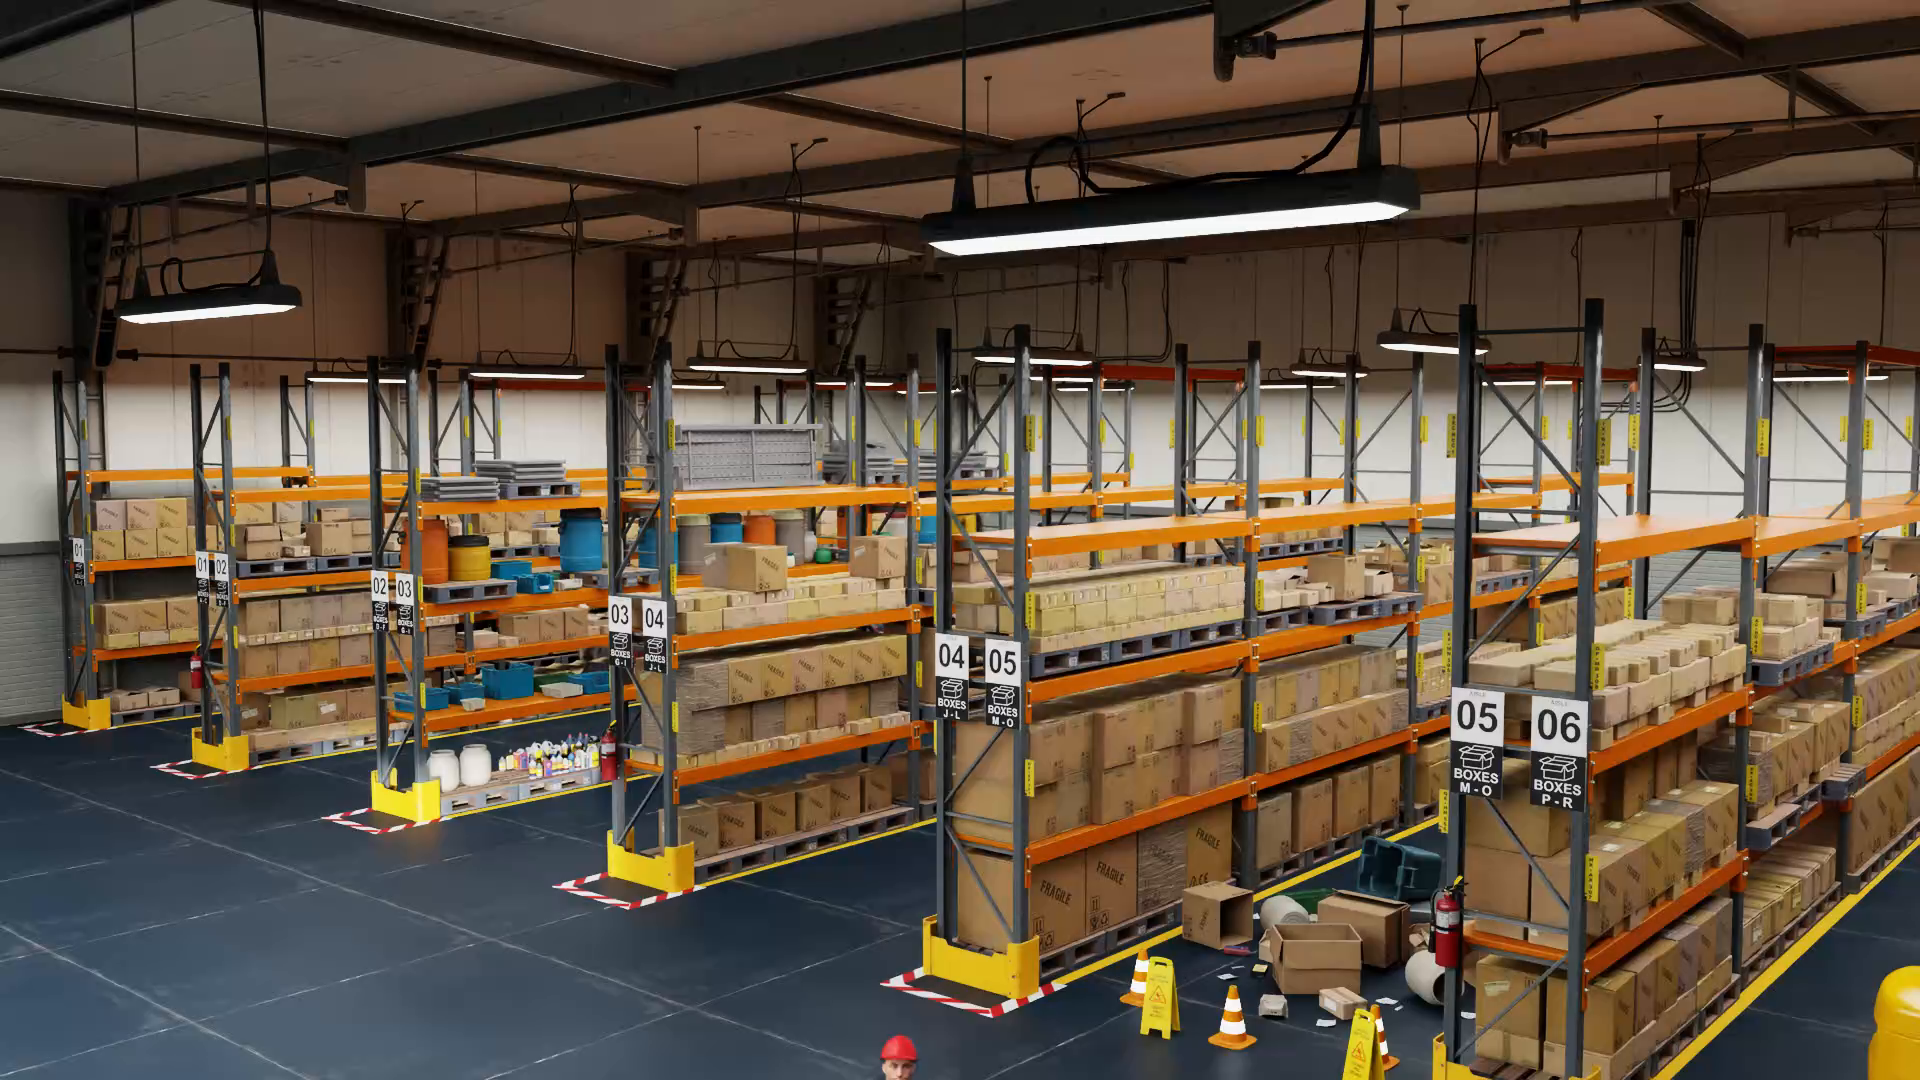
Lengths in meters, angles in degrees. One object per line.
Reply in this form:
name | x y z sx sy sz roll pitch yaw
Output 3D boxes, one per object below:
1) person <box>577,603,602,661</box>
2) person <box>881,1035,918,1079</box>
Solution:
person | -7.321 2.005 32.708 0.739 1.578 0.897 1 4 17
person | -0.371 3.604 9.130 0.698 1.800 0.945 0 4 6
